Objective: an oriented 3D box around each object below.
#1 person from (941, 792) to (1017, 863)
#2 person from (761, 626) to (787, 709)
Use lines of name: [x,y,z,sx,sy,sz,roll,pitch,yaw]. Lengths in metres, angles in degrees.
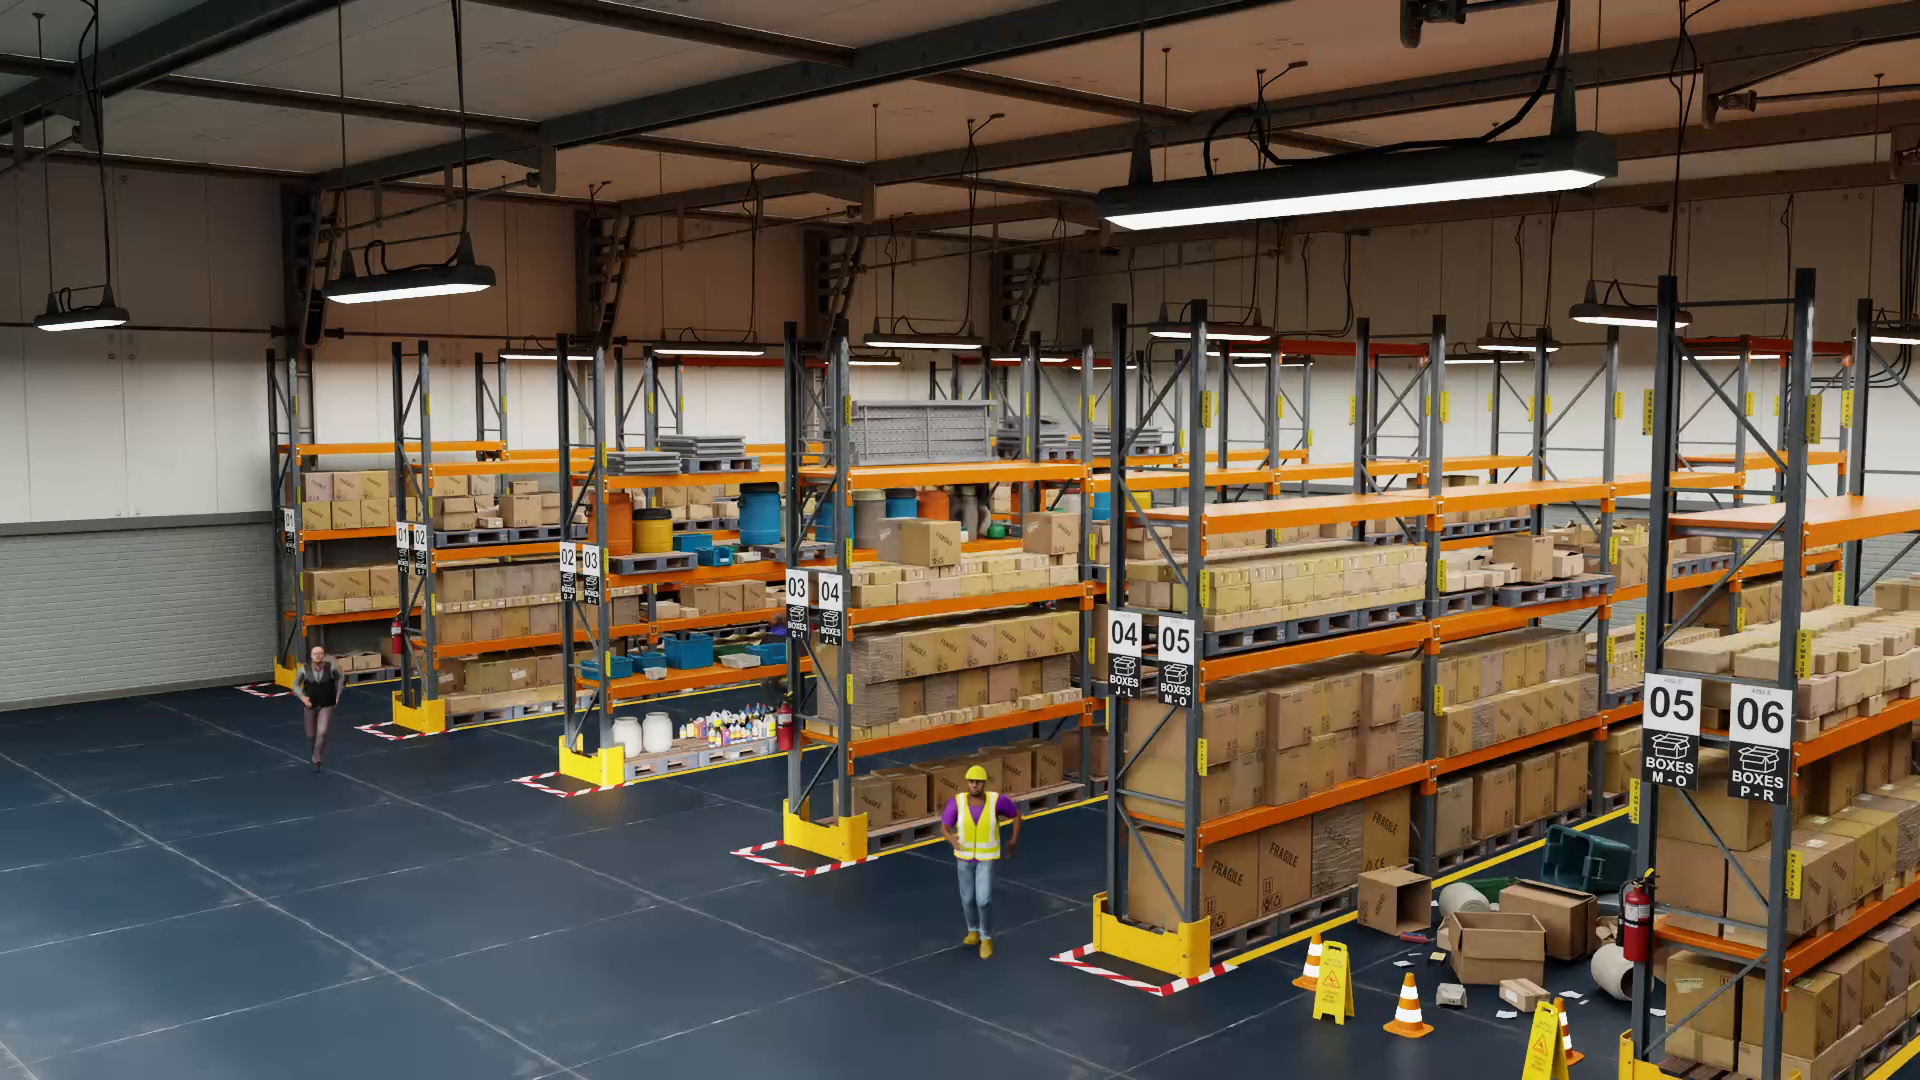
person: [0.169,2.633,15.402,0.681,0.641,0.428,1,5,11]
person: [-3.012,2.099,27.345,0.592,1.401,0.541,-5,7,-44]
